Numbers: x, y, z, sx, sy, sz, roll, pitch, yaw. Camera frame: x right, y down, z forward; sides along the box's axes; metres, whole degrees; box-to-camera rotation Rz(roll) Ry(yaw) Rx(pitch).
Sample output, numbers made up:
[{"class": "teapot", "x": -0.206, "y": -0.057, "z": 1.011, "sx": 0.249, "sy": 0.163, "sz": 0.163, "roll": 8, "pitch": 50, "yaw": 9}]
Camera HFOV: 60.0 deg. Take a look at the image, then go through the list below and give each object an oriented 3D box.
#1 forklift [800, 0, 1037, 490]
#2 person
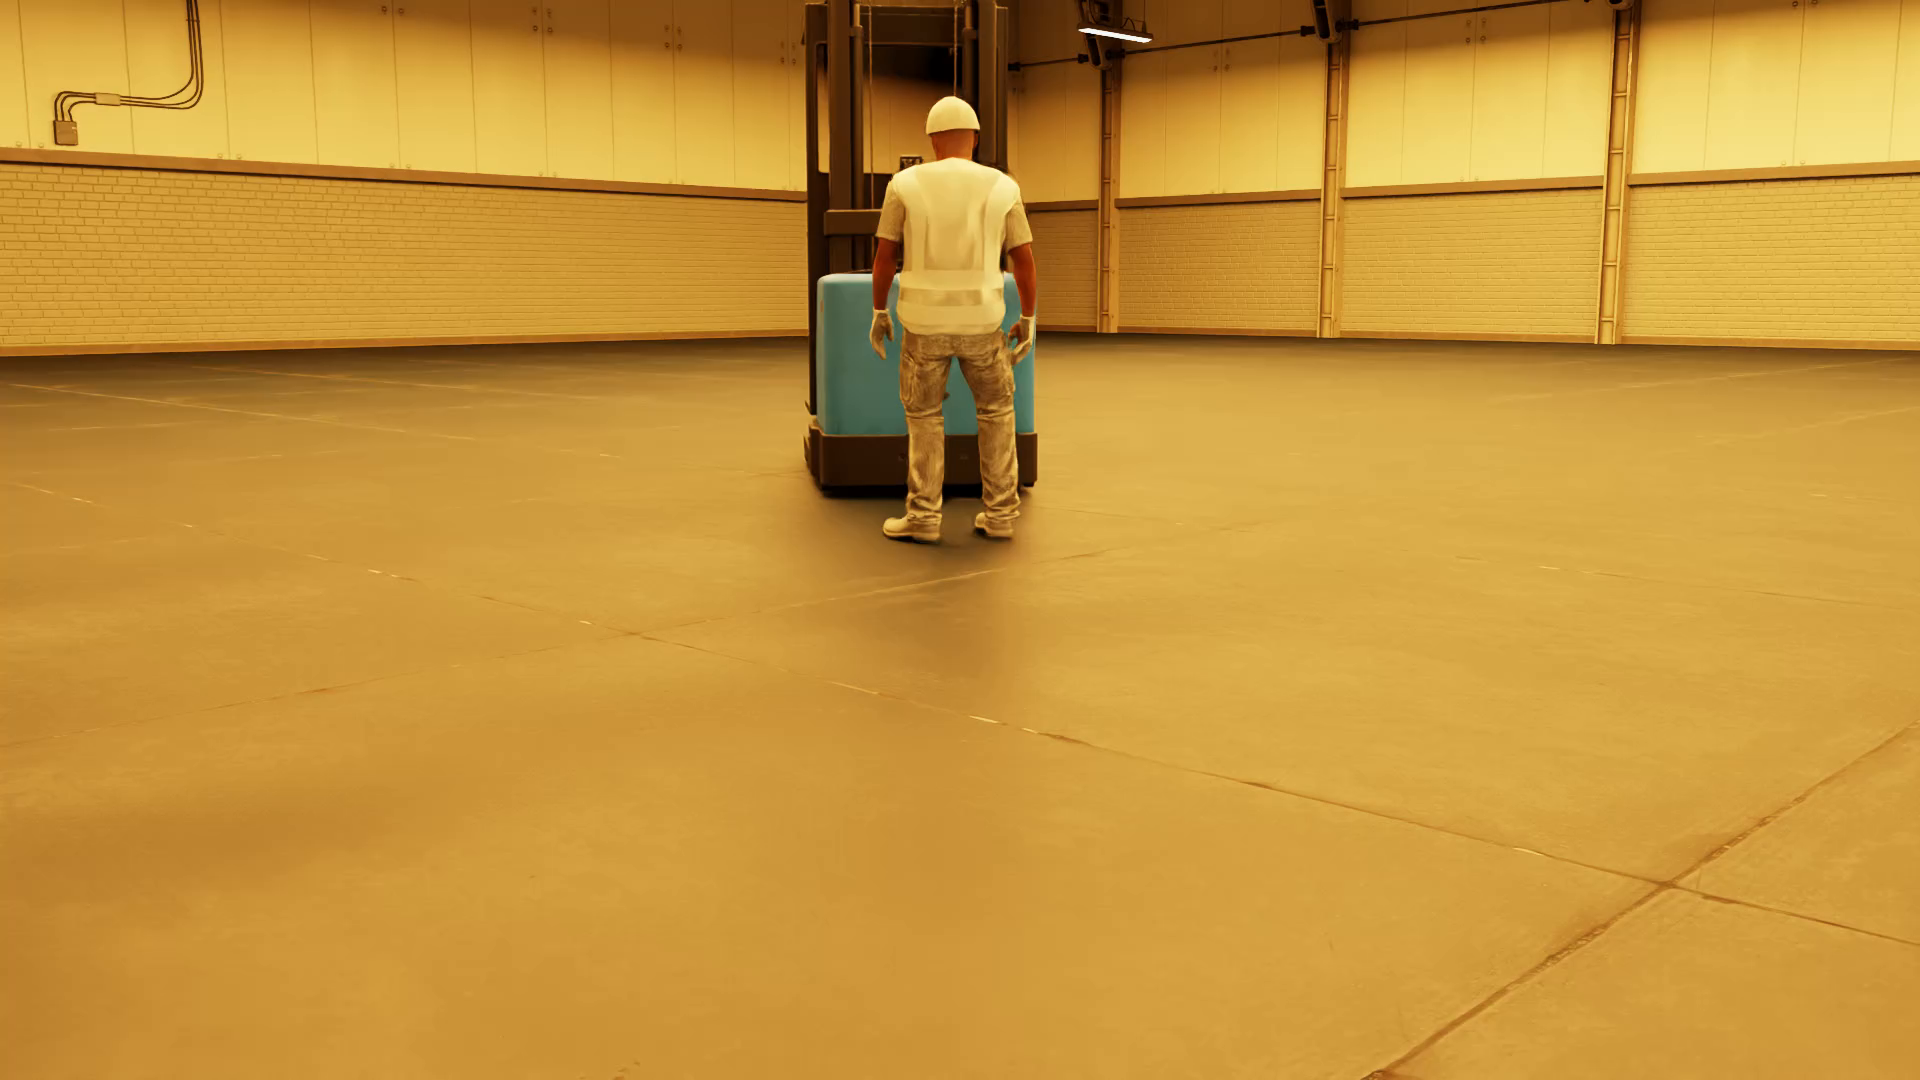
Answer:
[{"class": "forklift", "x": -0.318, "y": -1.868, "z": 9.277, "sx": 1.130, "sy": 2.935, "sz": 3.031, "roll": -1, "pitch": 9, "yaw": -7}, {"class": "person", "x": -0.032, "y": -0.879, "z": 6.686, "sx": 0.664, "sy": 1.756, "sz": 0.511, "roll": -1, "pitch": 9, "yaw": -4}]
